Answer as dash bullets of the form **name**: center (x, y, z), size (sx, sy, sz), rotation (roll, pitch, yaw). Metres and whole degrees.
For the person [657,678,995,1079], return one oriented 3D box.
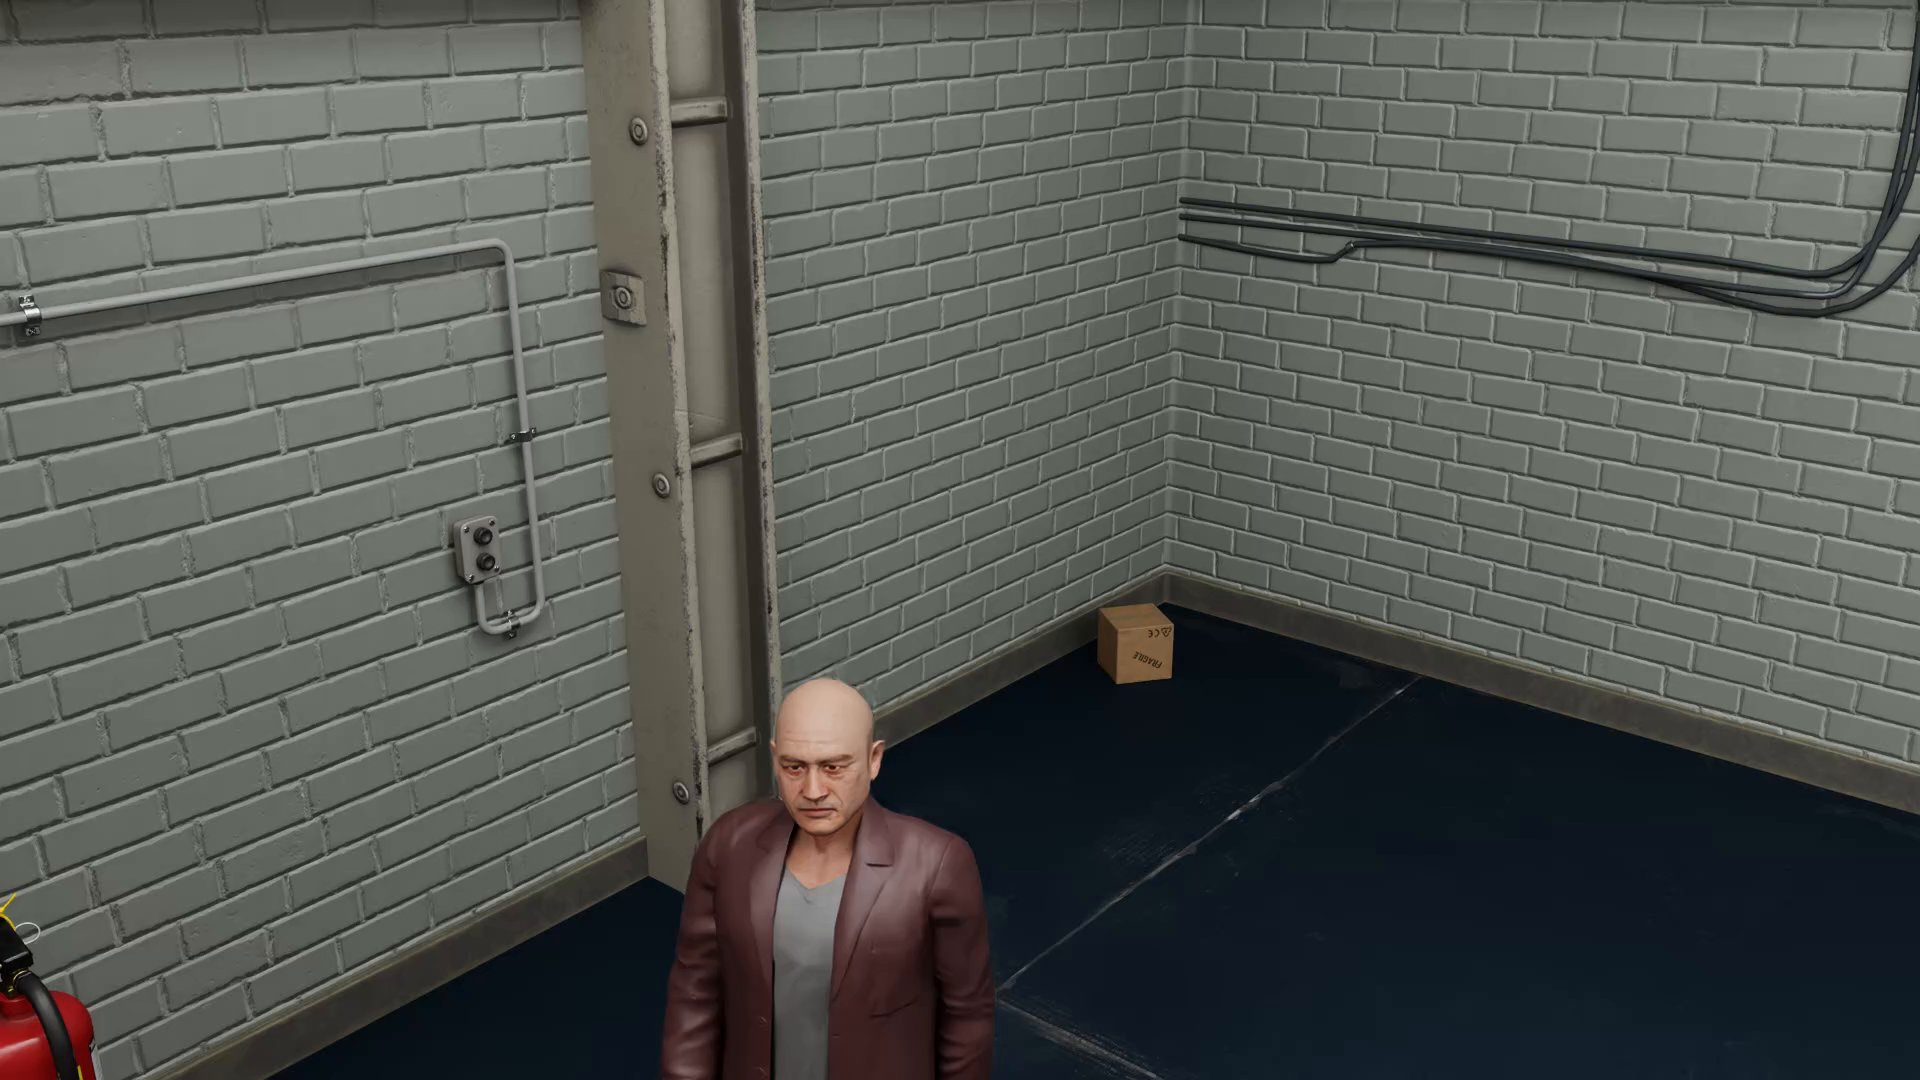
- **person**: center (-0.274, 1.131, 2.975), size (0.574, 1.796, 0.874), rotation (6, 21, 16)
